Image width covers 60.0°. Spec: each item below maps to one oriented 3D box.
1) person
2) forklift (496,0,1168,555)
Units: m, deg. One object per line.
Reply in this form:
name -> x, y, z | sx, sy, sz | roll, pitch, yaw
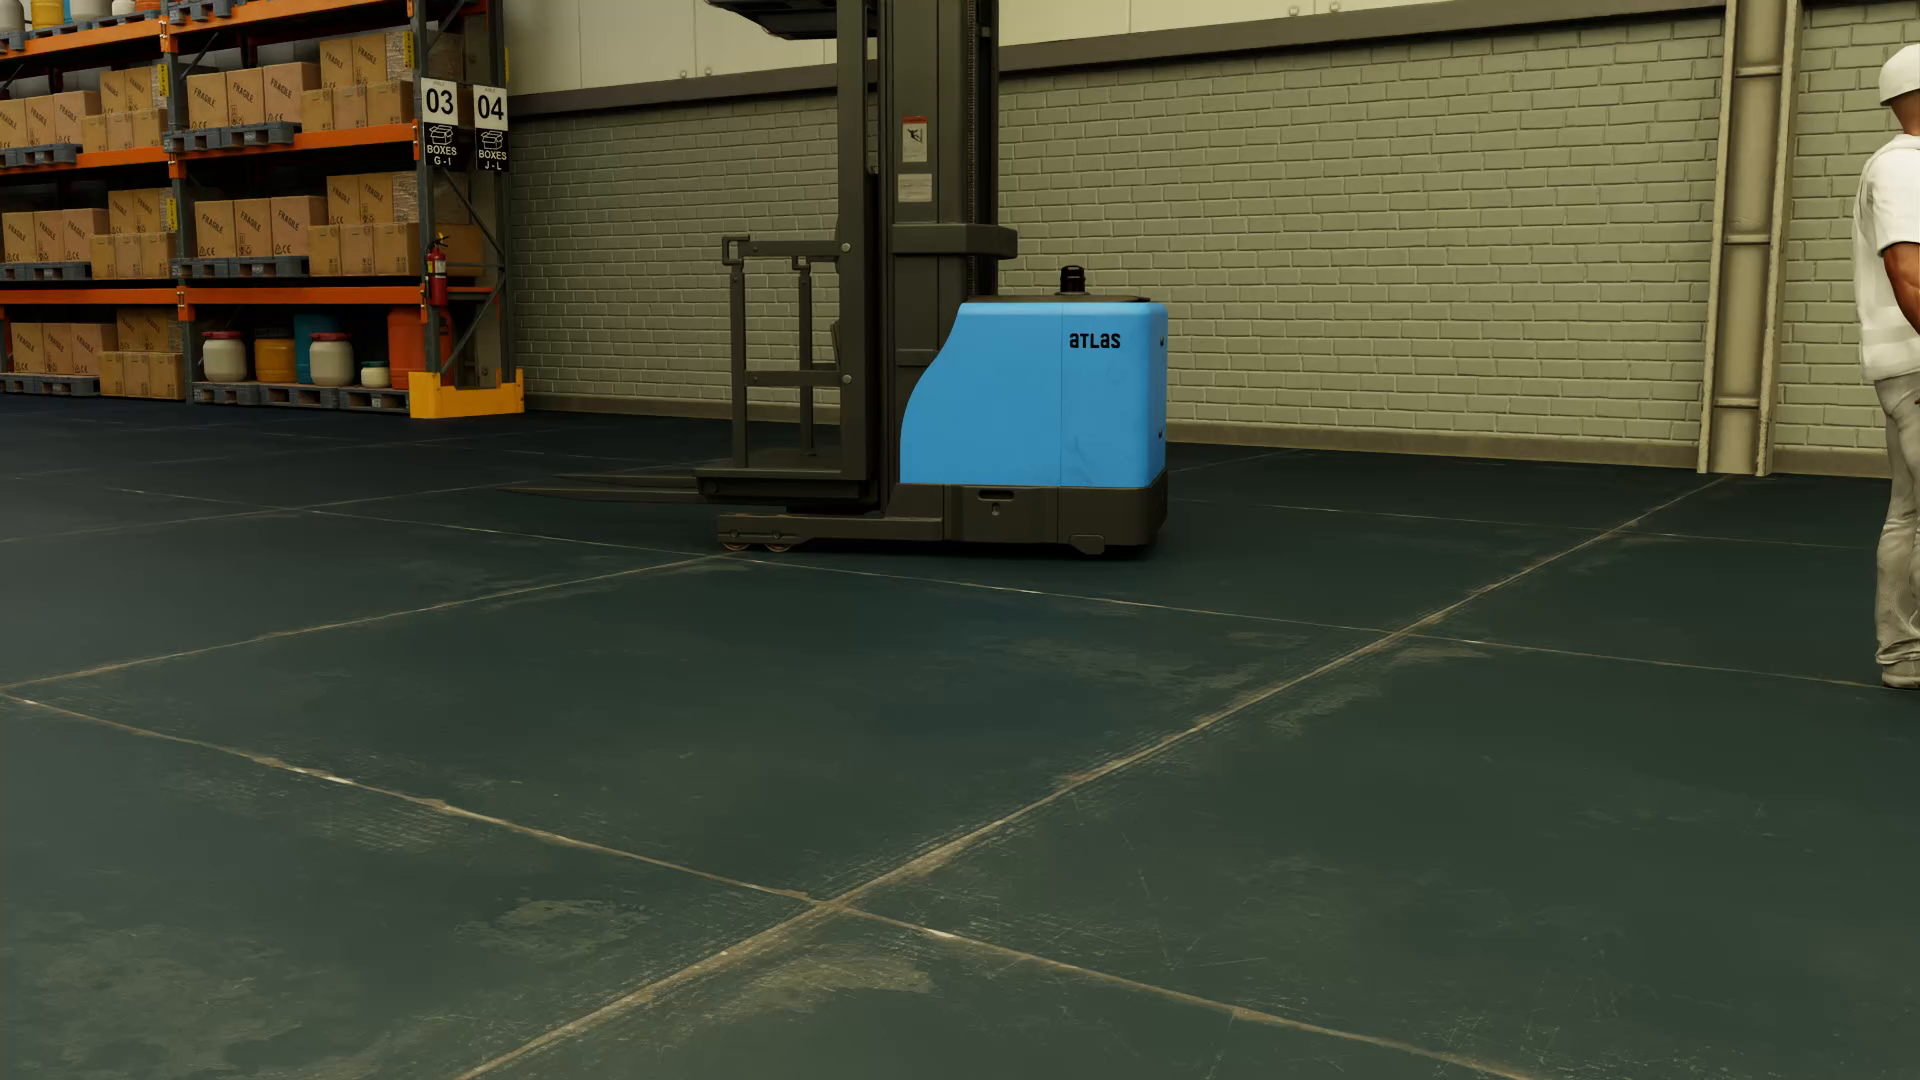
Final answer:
person -> 2.718, -0.460, 4.517 | 0.574, 1.769, 0.665 | 4, 9, 27
forklift -> -0.596, -1.469, 7.520 | 3.031, 2.935, 1.130 | 2, 8, 12
